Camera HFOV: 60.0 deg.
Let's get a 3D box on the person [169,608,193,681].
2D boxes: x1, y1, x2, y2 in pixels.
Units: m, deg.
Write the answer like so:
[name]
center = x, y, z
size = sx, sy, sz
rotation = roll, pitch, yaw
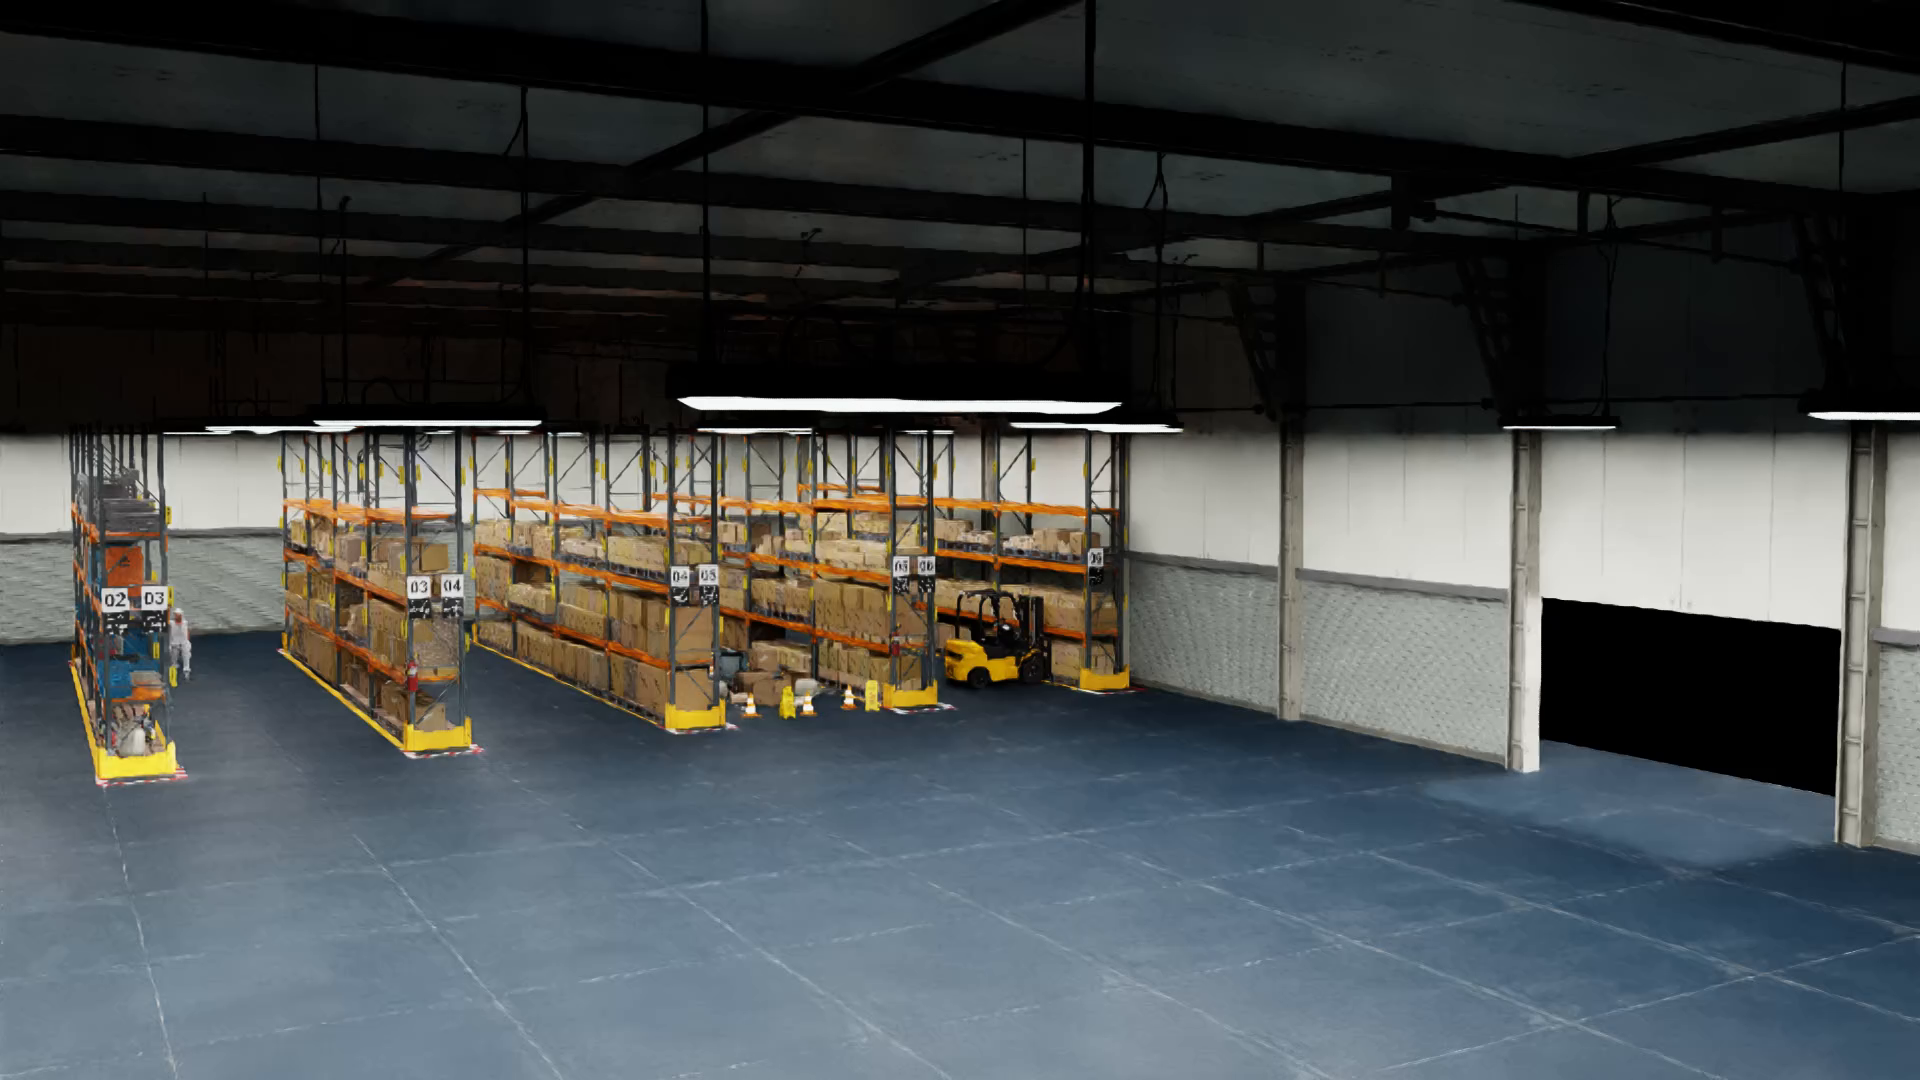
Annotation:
[person]
center = -18.336, 2.435, 39.046
size = 0.557, 1.704, 1.114
rotation = -2, 4, -31
